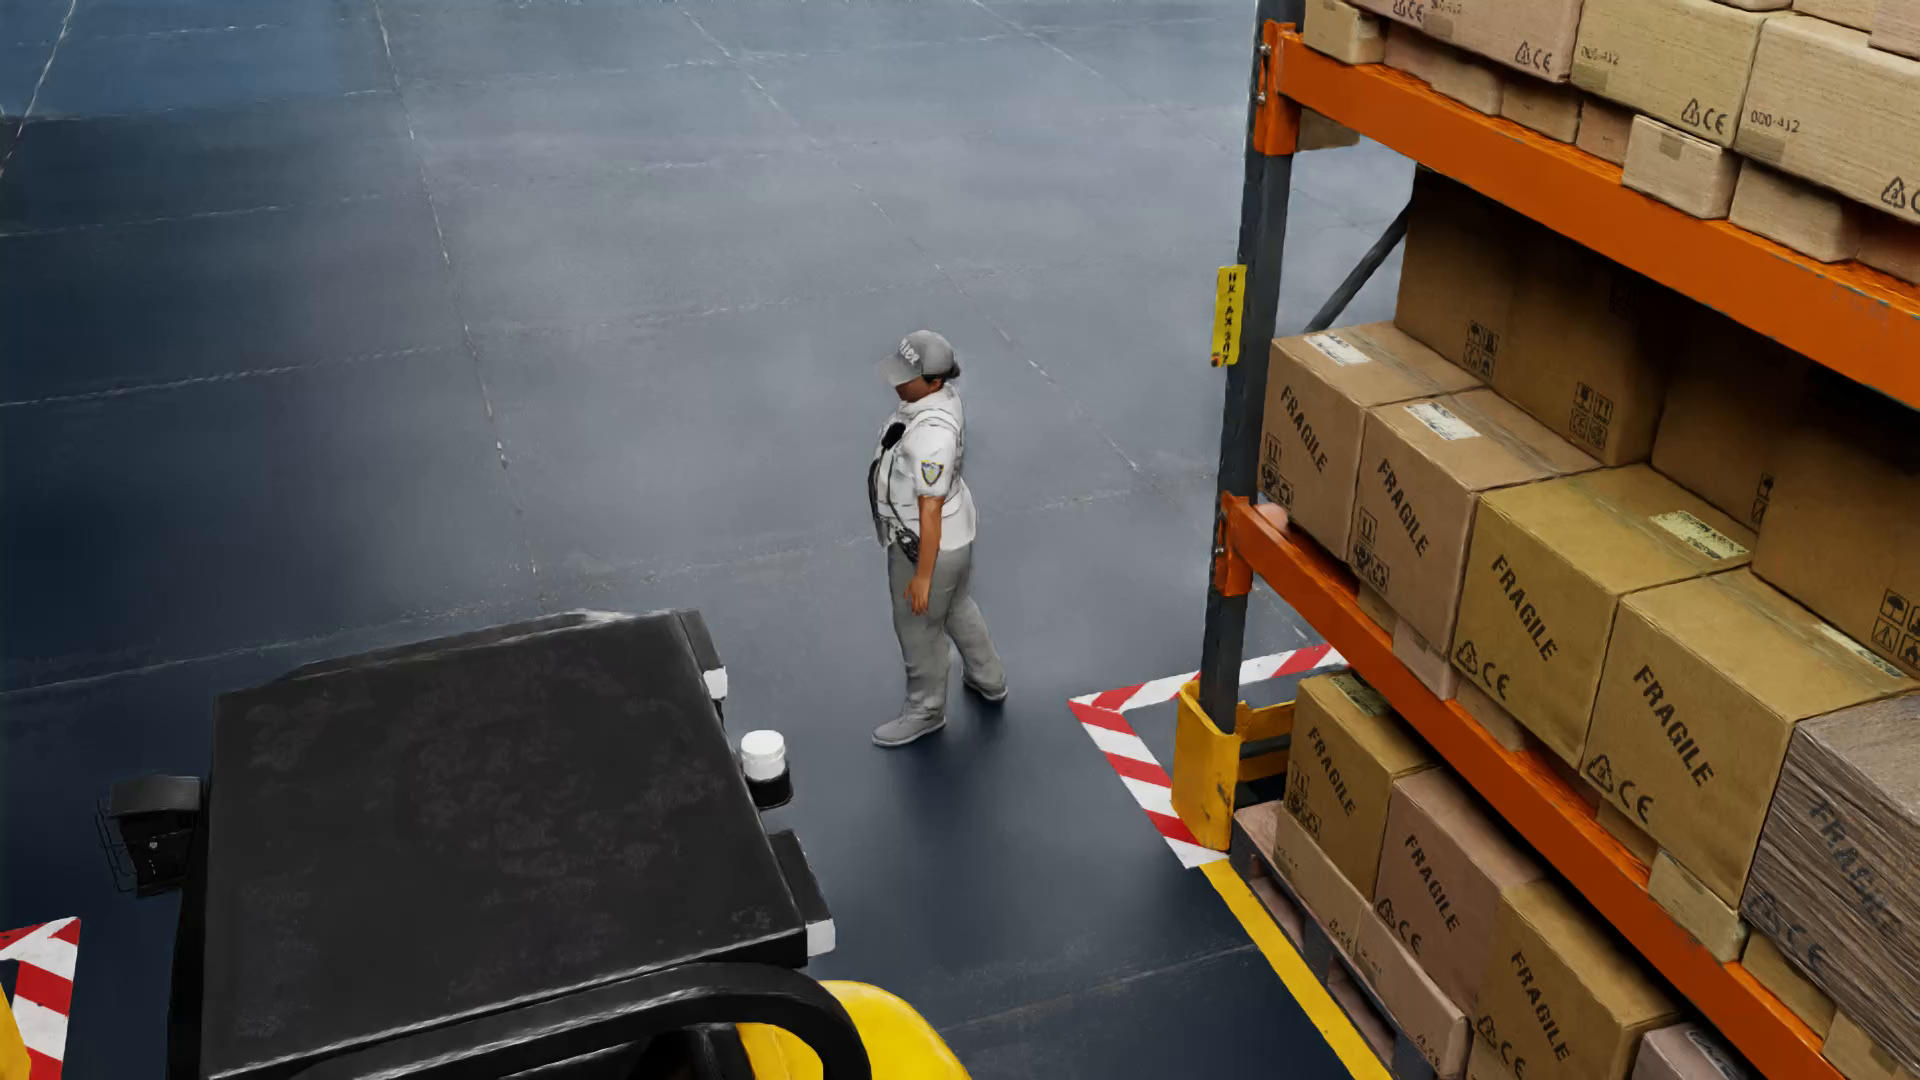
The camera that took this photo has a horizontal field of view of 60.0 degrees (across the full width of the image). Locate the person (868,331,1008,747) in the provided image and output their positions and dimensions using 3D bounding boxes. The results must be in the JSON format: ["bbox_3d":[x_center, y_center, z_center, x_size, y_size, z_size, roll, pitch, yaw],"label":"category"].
[{"bbox_3d":[-0.073,-0.010,6.154,0.521,1.663,0.667,2,30,3],"label":"person"}]
